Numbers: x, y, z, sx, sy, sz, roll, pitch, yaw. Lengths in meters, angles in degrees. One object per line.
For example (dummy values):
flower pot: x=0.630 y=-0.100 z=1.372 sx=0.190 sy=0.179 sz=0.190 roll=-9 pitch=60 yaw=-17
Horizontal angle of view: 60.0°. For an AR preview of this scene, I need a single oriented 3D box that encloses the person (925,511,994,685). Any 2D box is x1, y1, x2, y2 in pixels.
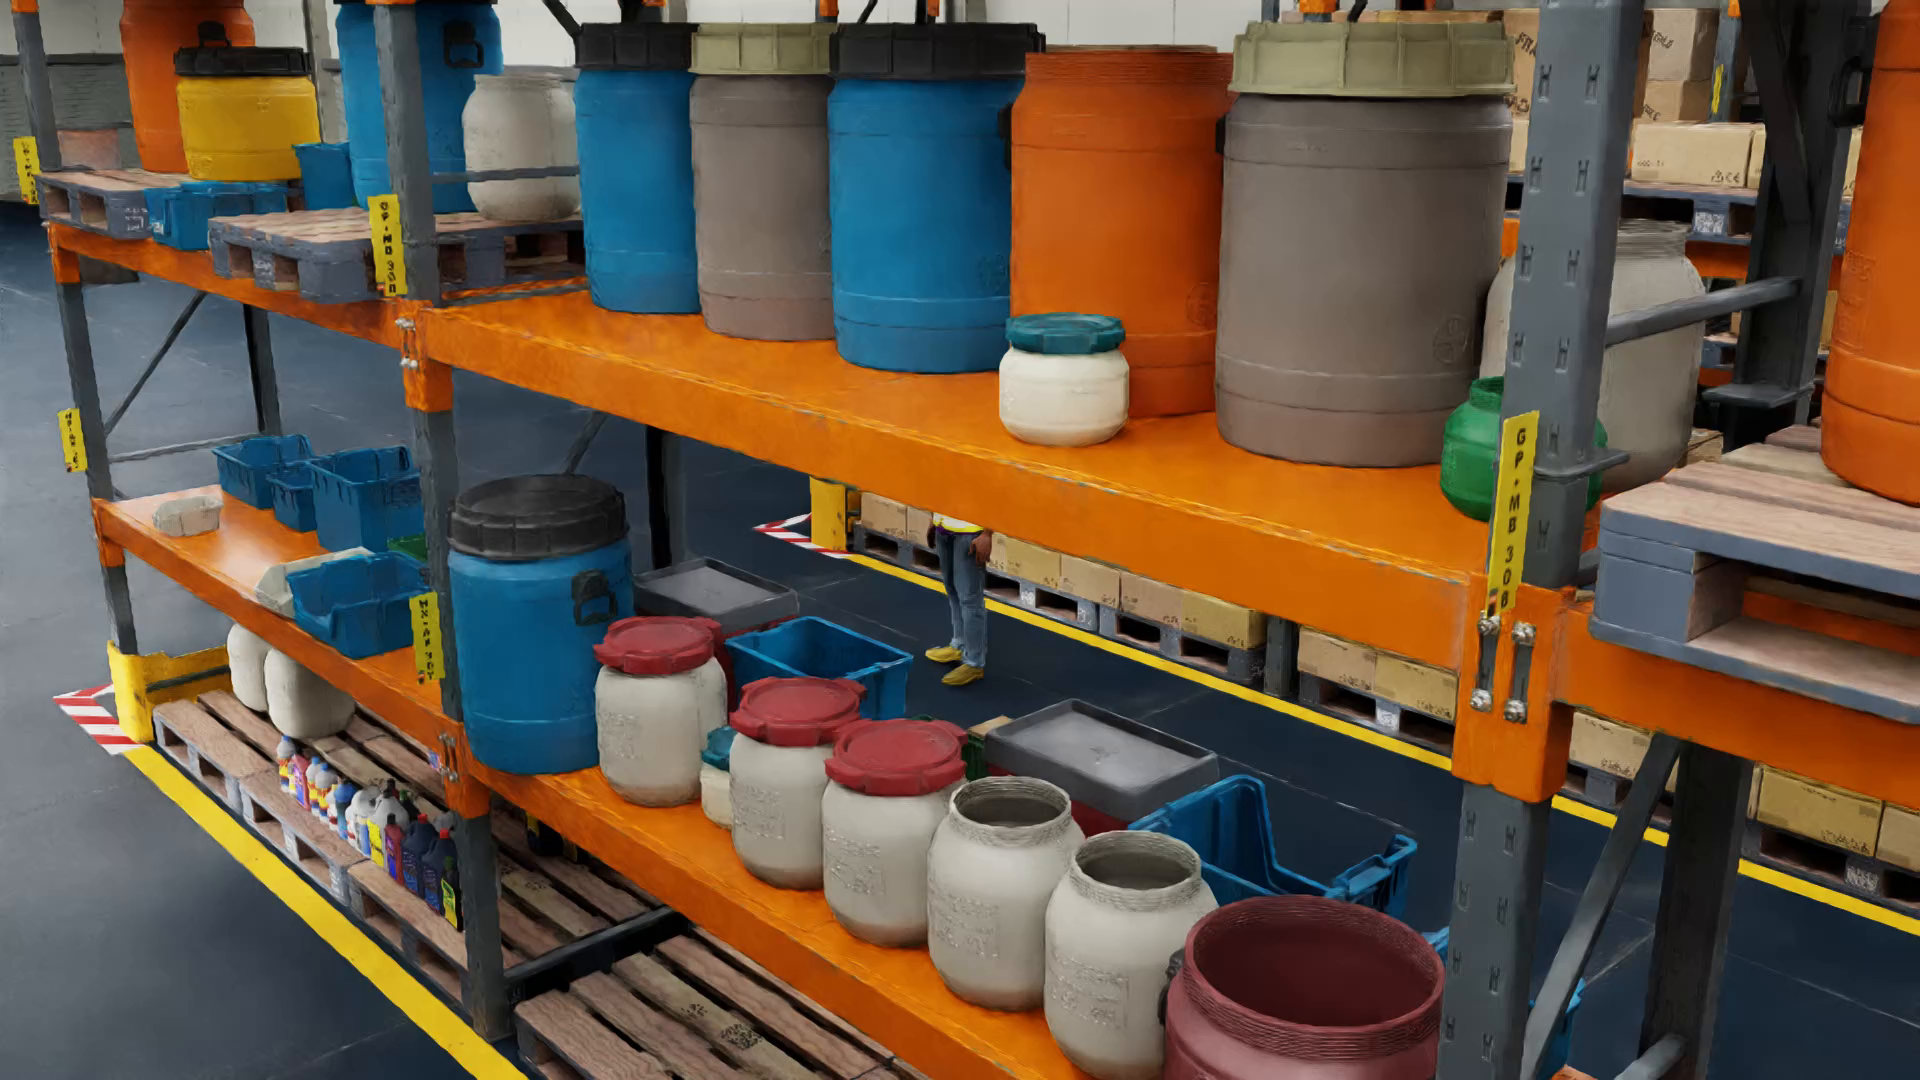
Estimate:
person: x=-0.012 y=-0.065 z=9.618 sx=0.419 sy=1.768 sz=0.631 roll=-10 pitch=20 yaw=-30
